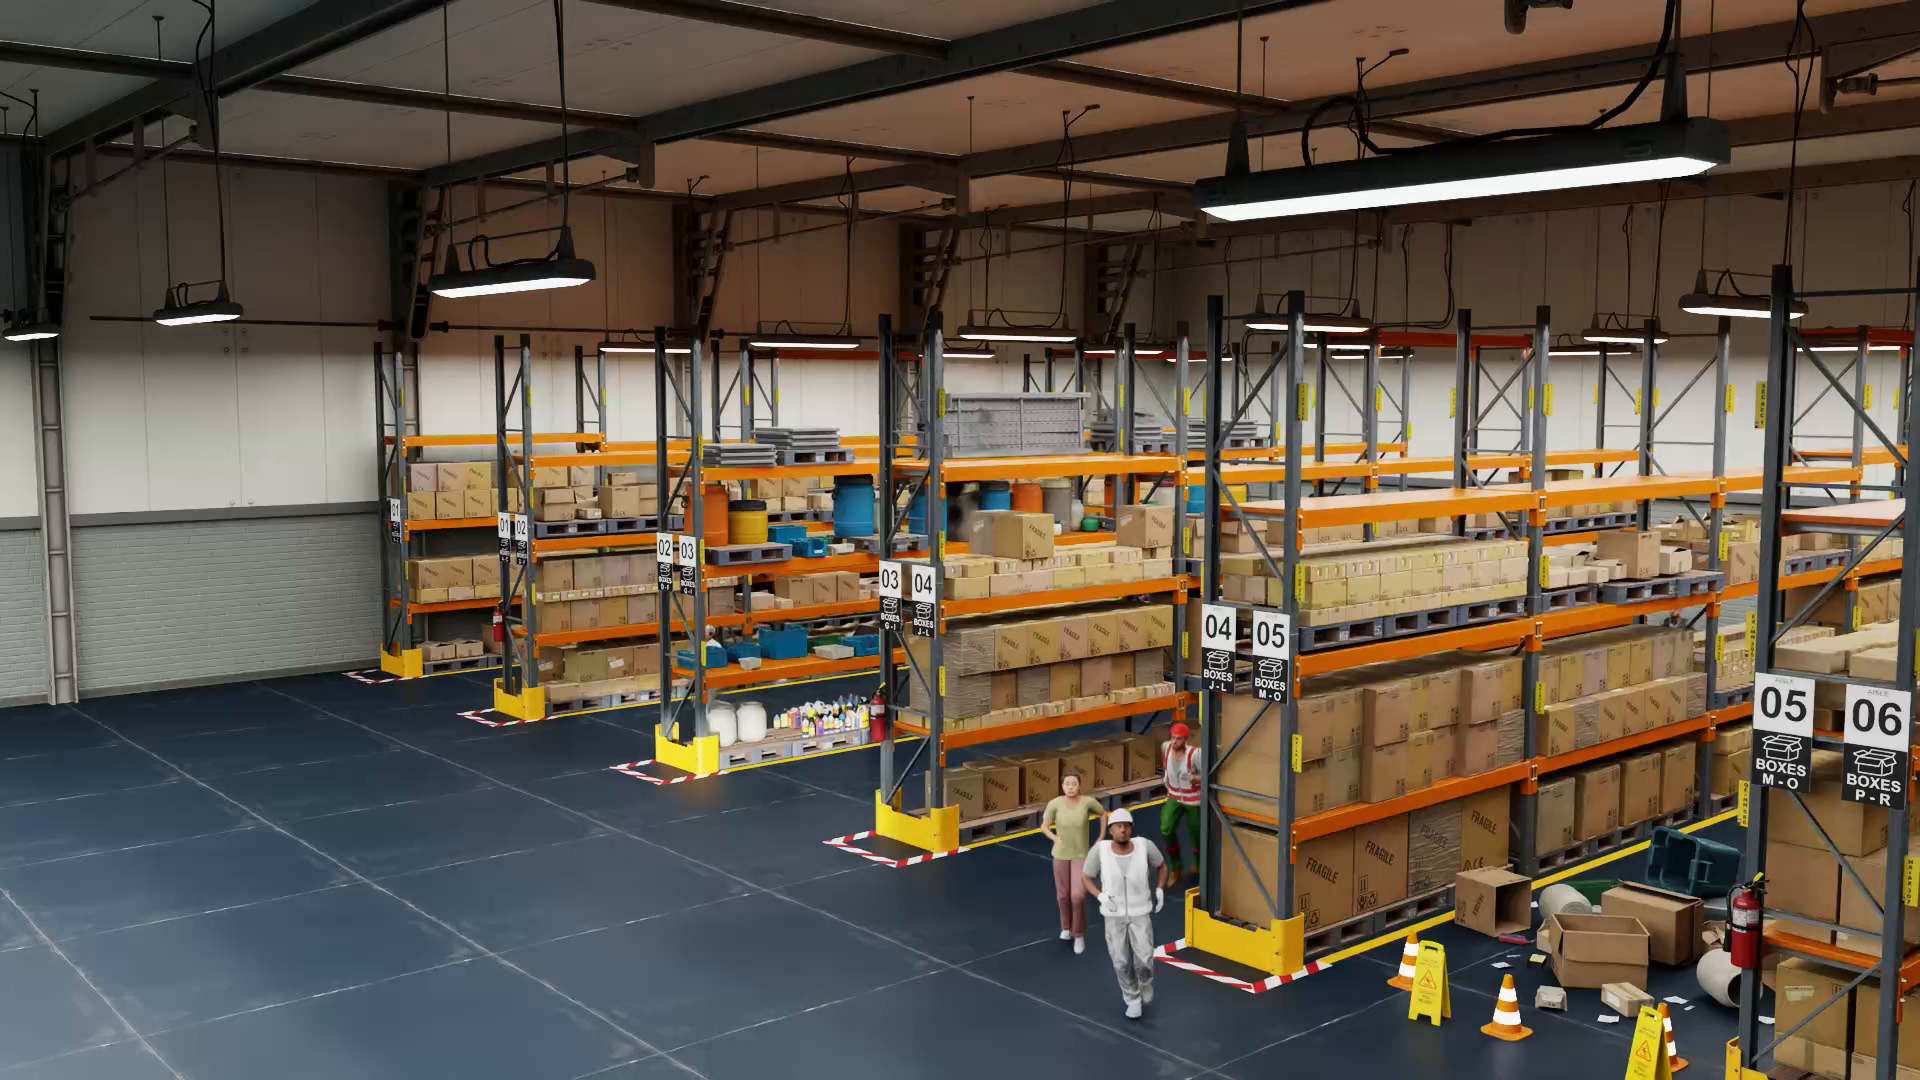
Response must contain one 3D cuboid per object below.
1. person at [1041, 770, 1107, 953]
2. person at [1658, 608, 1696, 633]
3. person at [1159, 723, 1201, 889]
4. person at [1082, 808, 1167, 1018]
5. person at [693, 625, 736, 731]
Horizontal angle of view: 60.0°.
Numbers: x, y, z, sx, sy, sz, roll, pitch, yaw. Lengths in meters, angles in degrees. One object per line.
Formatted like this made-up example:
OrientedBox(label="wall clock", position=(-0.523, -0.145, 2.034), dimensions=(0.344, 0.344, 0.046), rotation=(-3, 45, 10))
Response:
OrientedBox(label="person", position=(1.042, 2.957, 15.337), dimensions=(0.594, 1.711, 0.693), rotation=(1, 5, 9))
OrientedBox(label="person", position=(11.607, 1.844, 27.005), dimensions=(0.689, 1.630, 0.593), rotation=(3, 6, 33))
OrientedBox(label="person", position=(2.343, 2.722, 17.243), dimensions=(0.645, 1.745, 0.939), rotation=(3, 6, 27))
OrientedBox(label="person", position=(1.352, 3.057, 13.647), dimensions=(0.707, 1.731, 0.533), rotation=(0, 5, 3))
OrientedBox(label="person", position=(-3.732, 2.075, 25.092), dimensions=(0.646, 1.615, 0.648), rotation=(-4, 7, -38))
